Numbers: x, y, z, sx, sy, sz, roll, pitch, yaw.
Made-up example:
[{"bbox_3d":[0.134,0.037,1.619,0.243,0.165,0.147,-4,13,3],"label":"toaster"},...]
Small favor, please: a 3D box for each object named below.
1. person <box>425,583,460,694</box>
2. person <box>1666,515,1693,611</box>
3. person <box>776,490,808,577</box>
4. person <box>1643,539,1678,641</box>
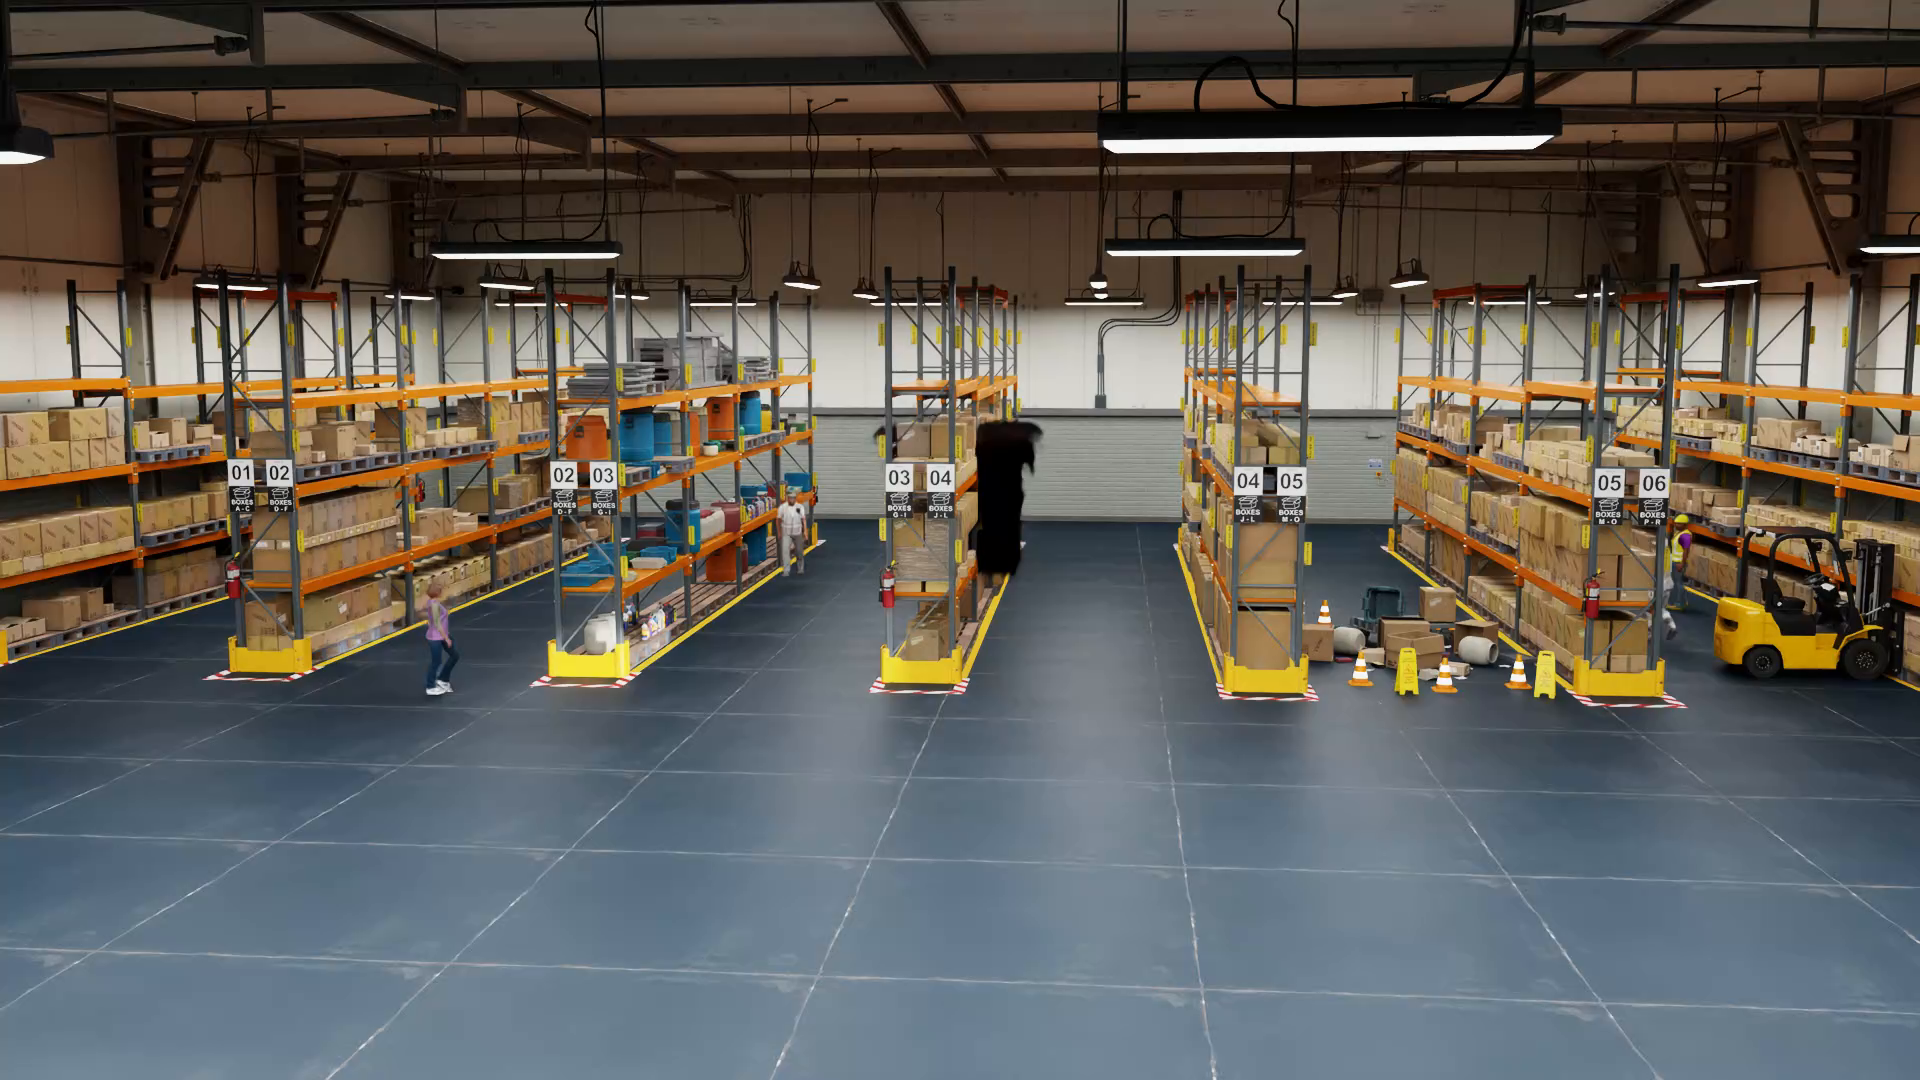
[{"bbox_3d":[-7.290,1.387,23.258,0.477,1.604,0.420,0,7,3],"label":"person"},{"bbox_3d":[13.262,0.426,30.649,0.438,1.793,0.602,5,9,36],"label":"person"},{"bbox_3d":[-3.324,-0.141,32.962,0.646,1.710,1.015,0,7,3],"label":"person"},{"bbox_3d":[11.529,0.807,27.504,0.613,1.760,0.633,-4,8,-32],"label":"person"}]
